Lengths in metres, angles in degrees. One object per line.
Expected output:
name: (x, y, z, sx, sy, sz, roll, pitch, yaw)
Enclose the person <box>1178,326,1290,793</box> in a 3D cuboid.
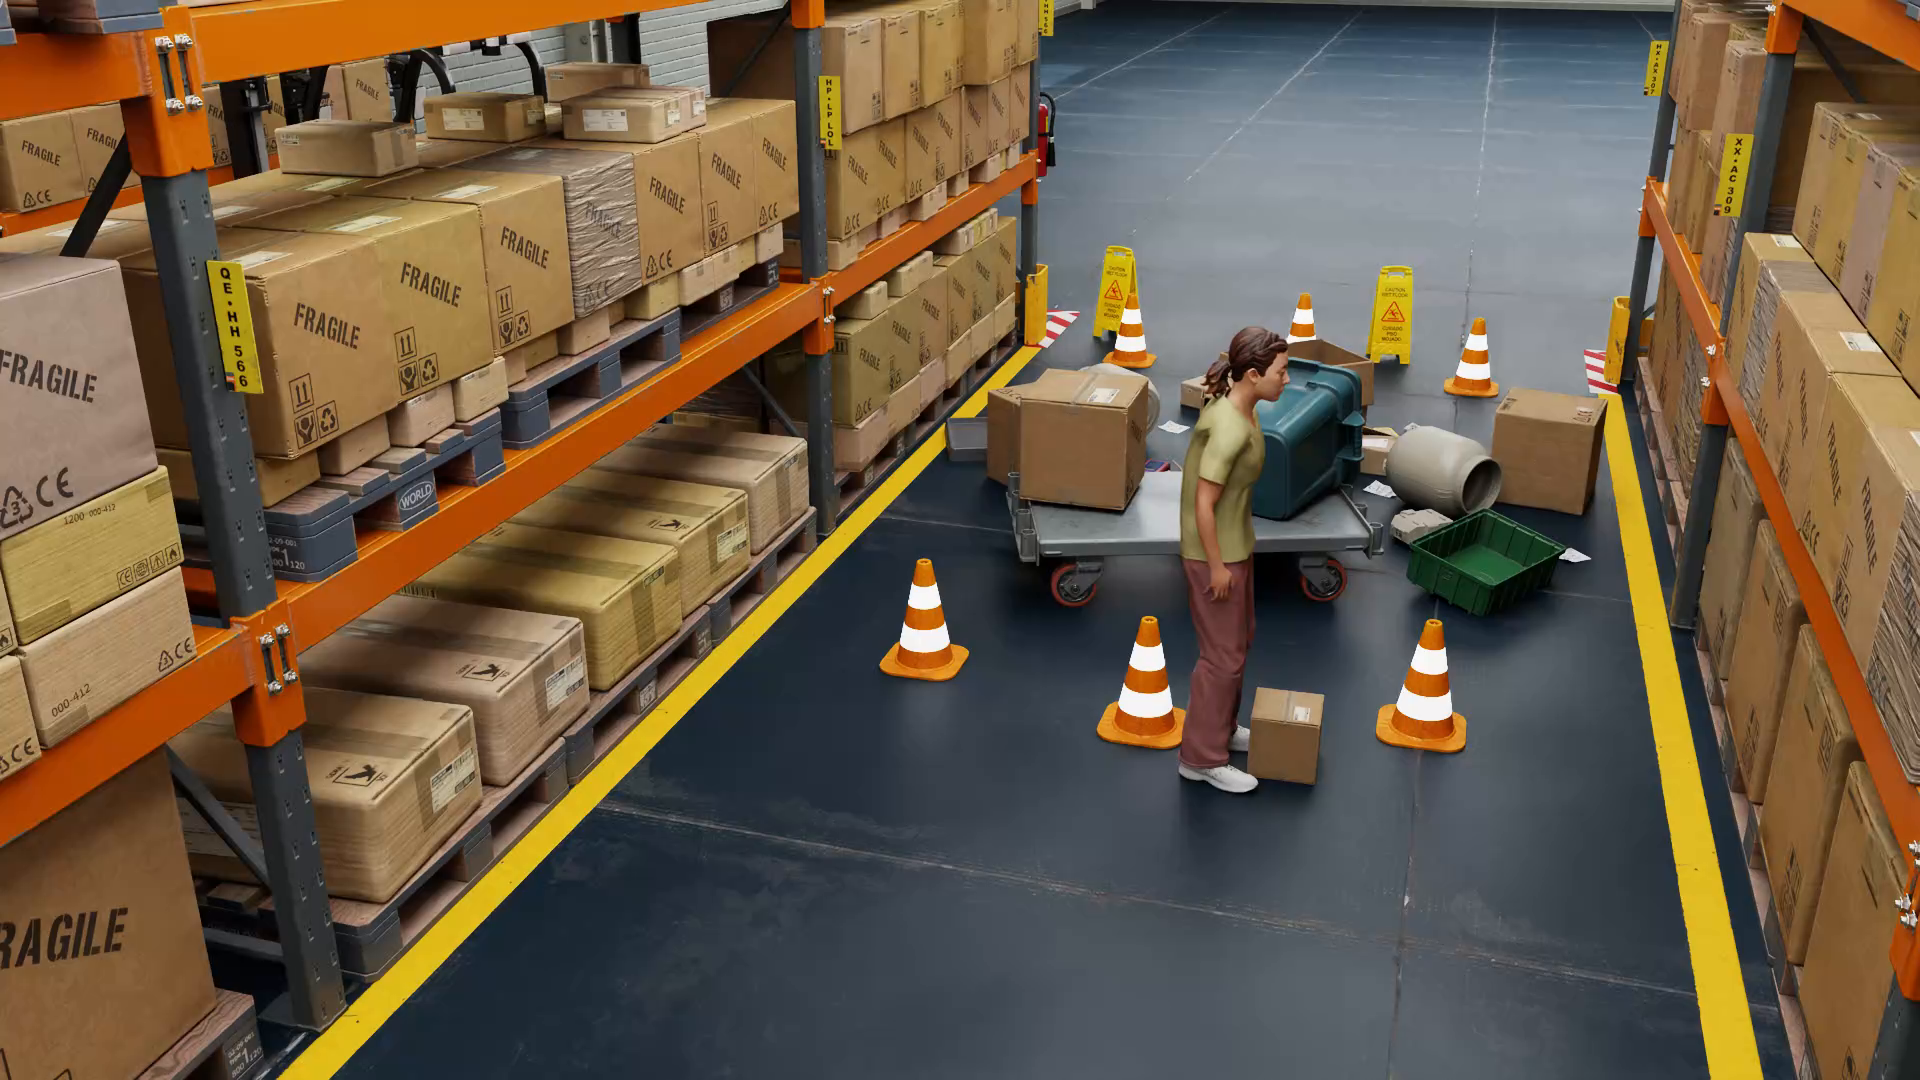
person: (0.973, 0.062, 5.967, 0.348, 1.651, 0.496, 6, 23, 15)
